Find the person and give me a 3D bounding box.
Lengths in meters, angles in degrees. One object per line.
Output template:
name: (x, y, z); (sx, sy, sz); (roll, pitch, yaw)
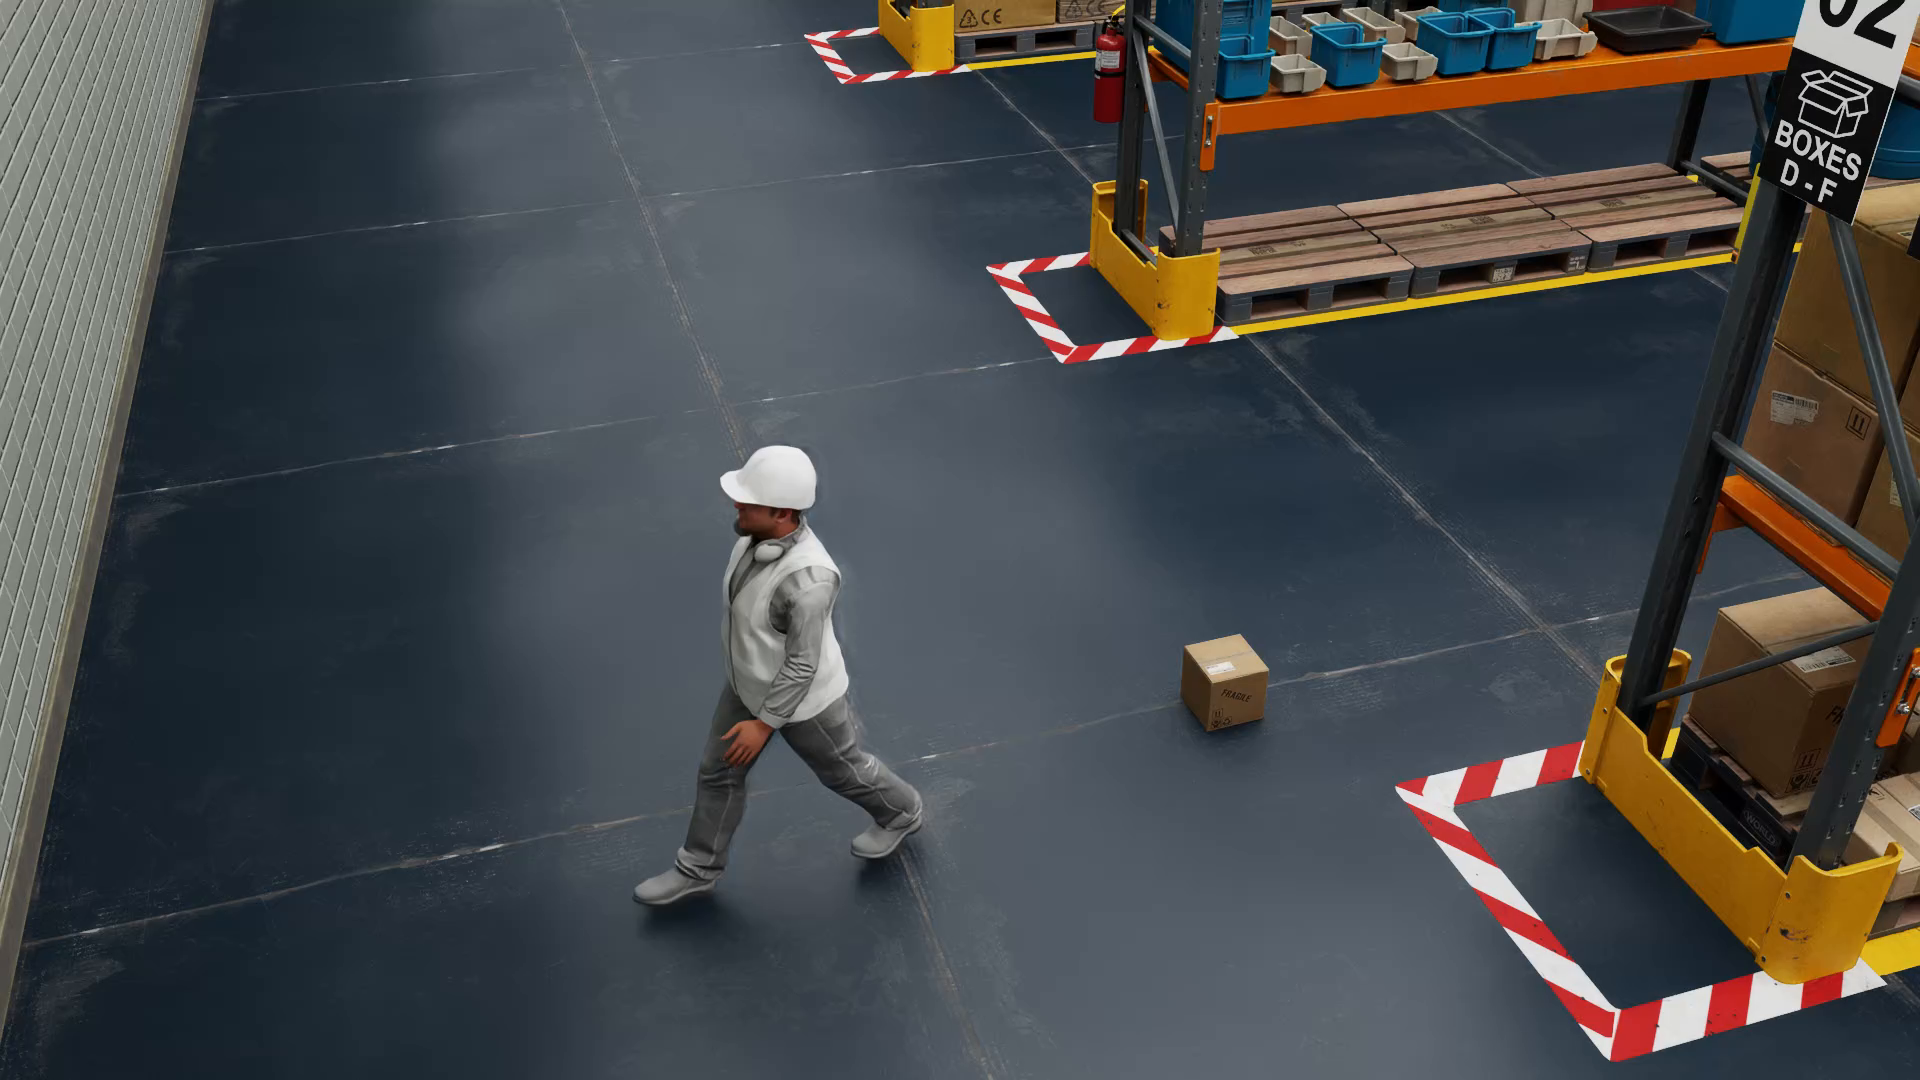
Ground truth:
person: (-0.614, 0.469, 5.408); (1.058, 1.719, 0.549); (-19, 38, -25)
